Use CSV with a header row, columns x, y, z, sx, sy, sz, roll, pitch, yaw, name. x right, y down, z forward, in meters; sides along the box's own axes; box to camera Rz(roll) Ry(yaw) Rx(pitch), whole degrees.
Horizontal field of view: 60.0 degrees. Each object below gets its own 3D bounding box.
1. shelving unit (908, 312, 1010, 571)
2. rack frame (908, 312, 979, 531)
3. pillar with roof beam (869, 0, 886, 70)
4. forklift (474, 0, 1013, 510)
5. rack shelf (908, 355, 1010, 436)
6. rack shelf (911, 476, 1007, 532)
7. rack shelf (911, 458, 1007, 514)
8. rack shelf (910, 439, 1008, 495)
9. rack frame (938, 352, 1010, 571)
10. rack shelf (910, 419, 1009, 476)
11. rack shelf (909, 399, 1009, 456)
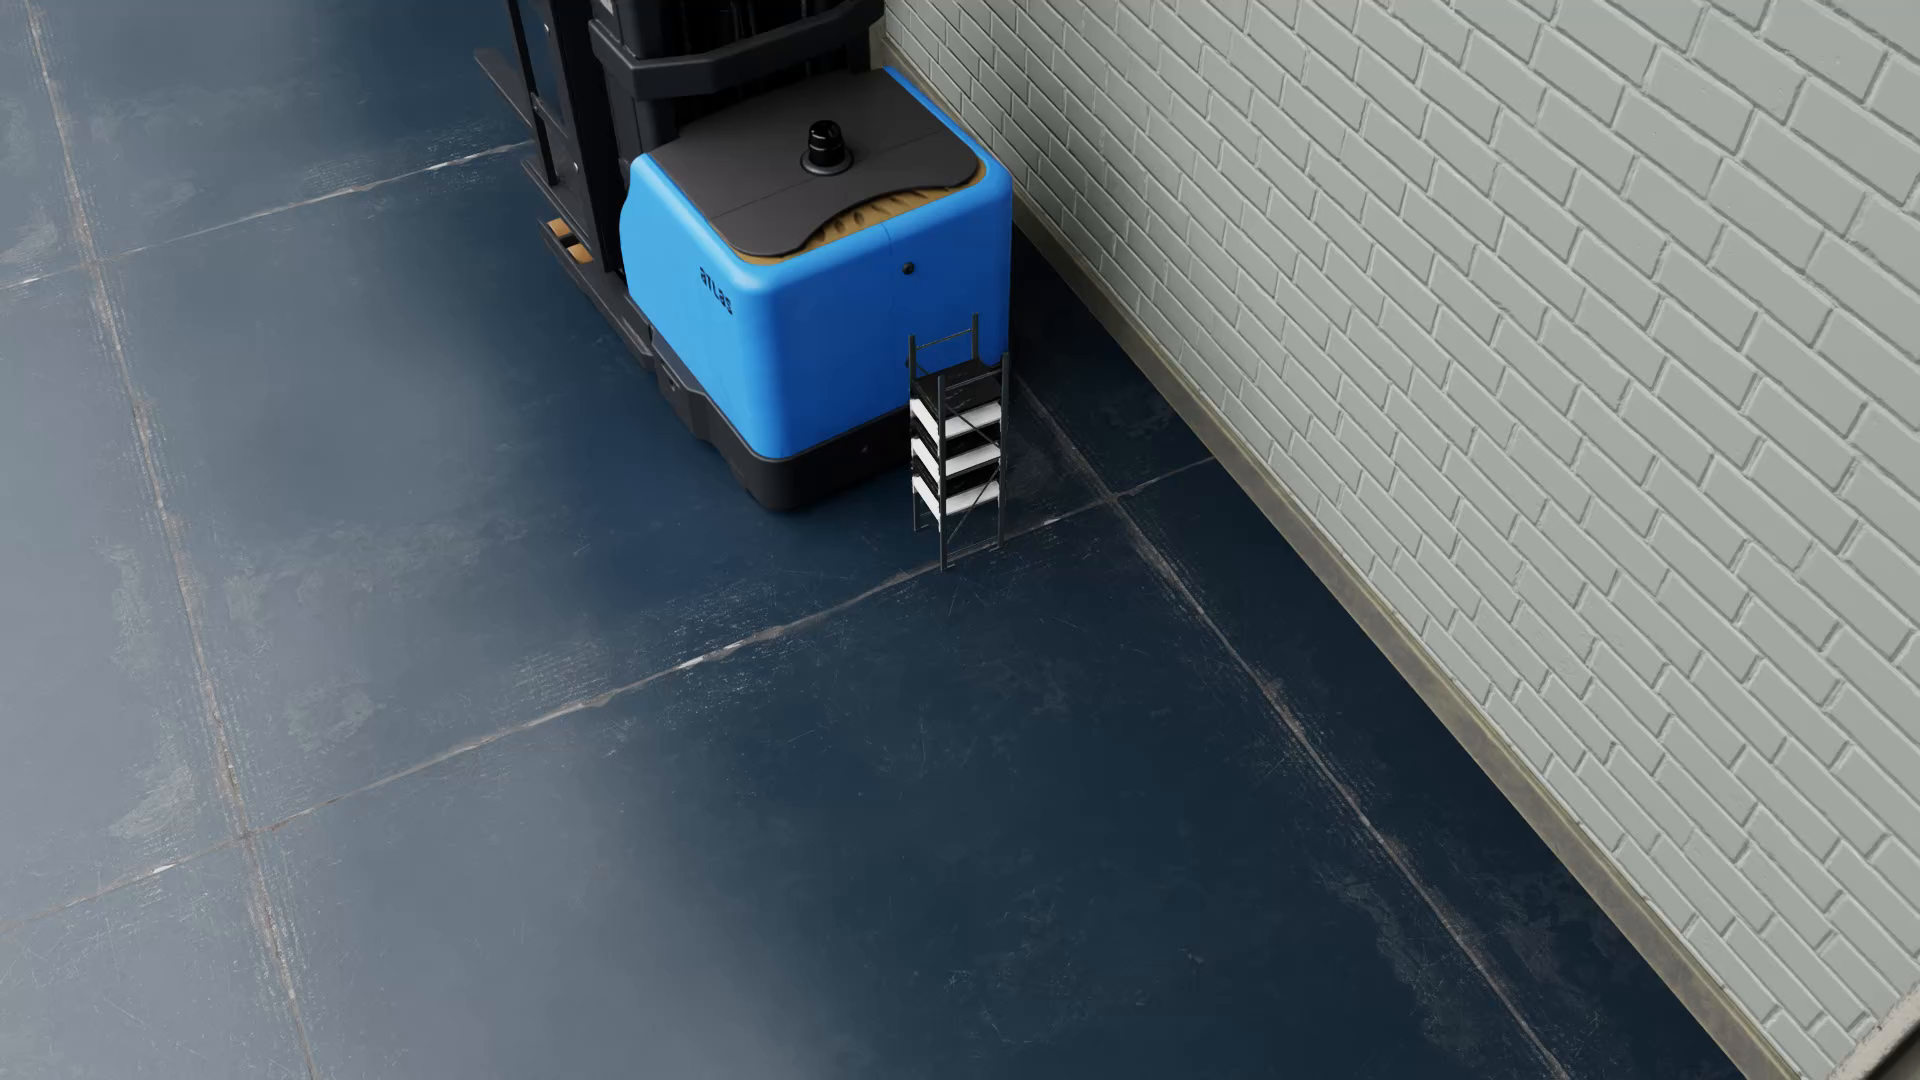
x,y,z,sx,sy,sz,roll,pitch,yaw,name
-0.004,-0.302,5.416,0.258,0.900,0.210,-21,52,-18,shelving unit
-0.050,-0.370,5.476,0.240,0.900,0.006,-21,52,-18,rack frame
-4.382,-3.747,3.049,9.100,9.000,0.400,-21,52,-18,pillar with roof beam
-1.038,-2.160,5.692,1.130,2.935,3.031,-26,54,-21,forklift
-0.004,-0.458,5.238,0.258,0.077,0.200,-21,52,-18,rack shelf
-0.004,-0.161,5.577,0.258,0.077,0.200,-21,52,-18,rack shelf
-0.004,-0.220,5.509,0.258,0.077,0.200,-21,52,-18,rack shelf
-0.004,-0.280,5.441,0.258,0.077,0.200,-21,52,-18,rack shelf
0.043,-0.234,5.357,0.240,0.900,0.006,-21,52,-18,rack frame
-0.004,-0.339,5.373,0.258,0.077,0.200,-21,52,-18,rack shelf
-0.004,-0.398,5.306,0.258,0.077,0.200,-21,52,-18,rack shelf
